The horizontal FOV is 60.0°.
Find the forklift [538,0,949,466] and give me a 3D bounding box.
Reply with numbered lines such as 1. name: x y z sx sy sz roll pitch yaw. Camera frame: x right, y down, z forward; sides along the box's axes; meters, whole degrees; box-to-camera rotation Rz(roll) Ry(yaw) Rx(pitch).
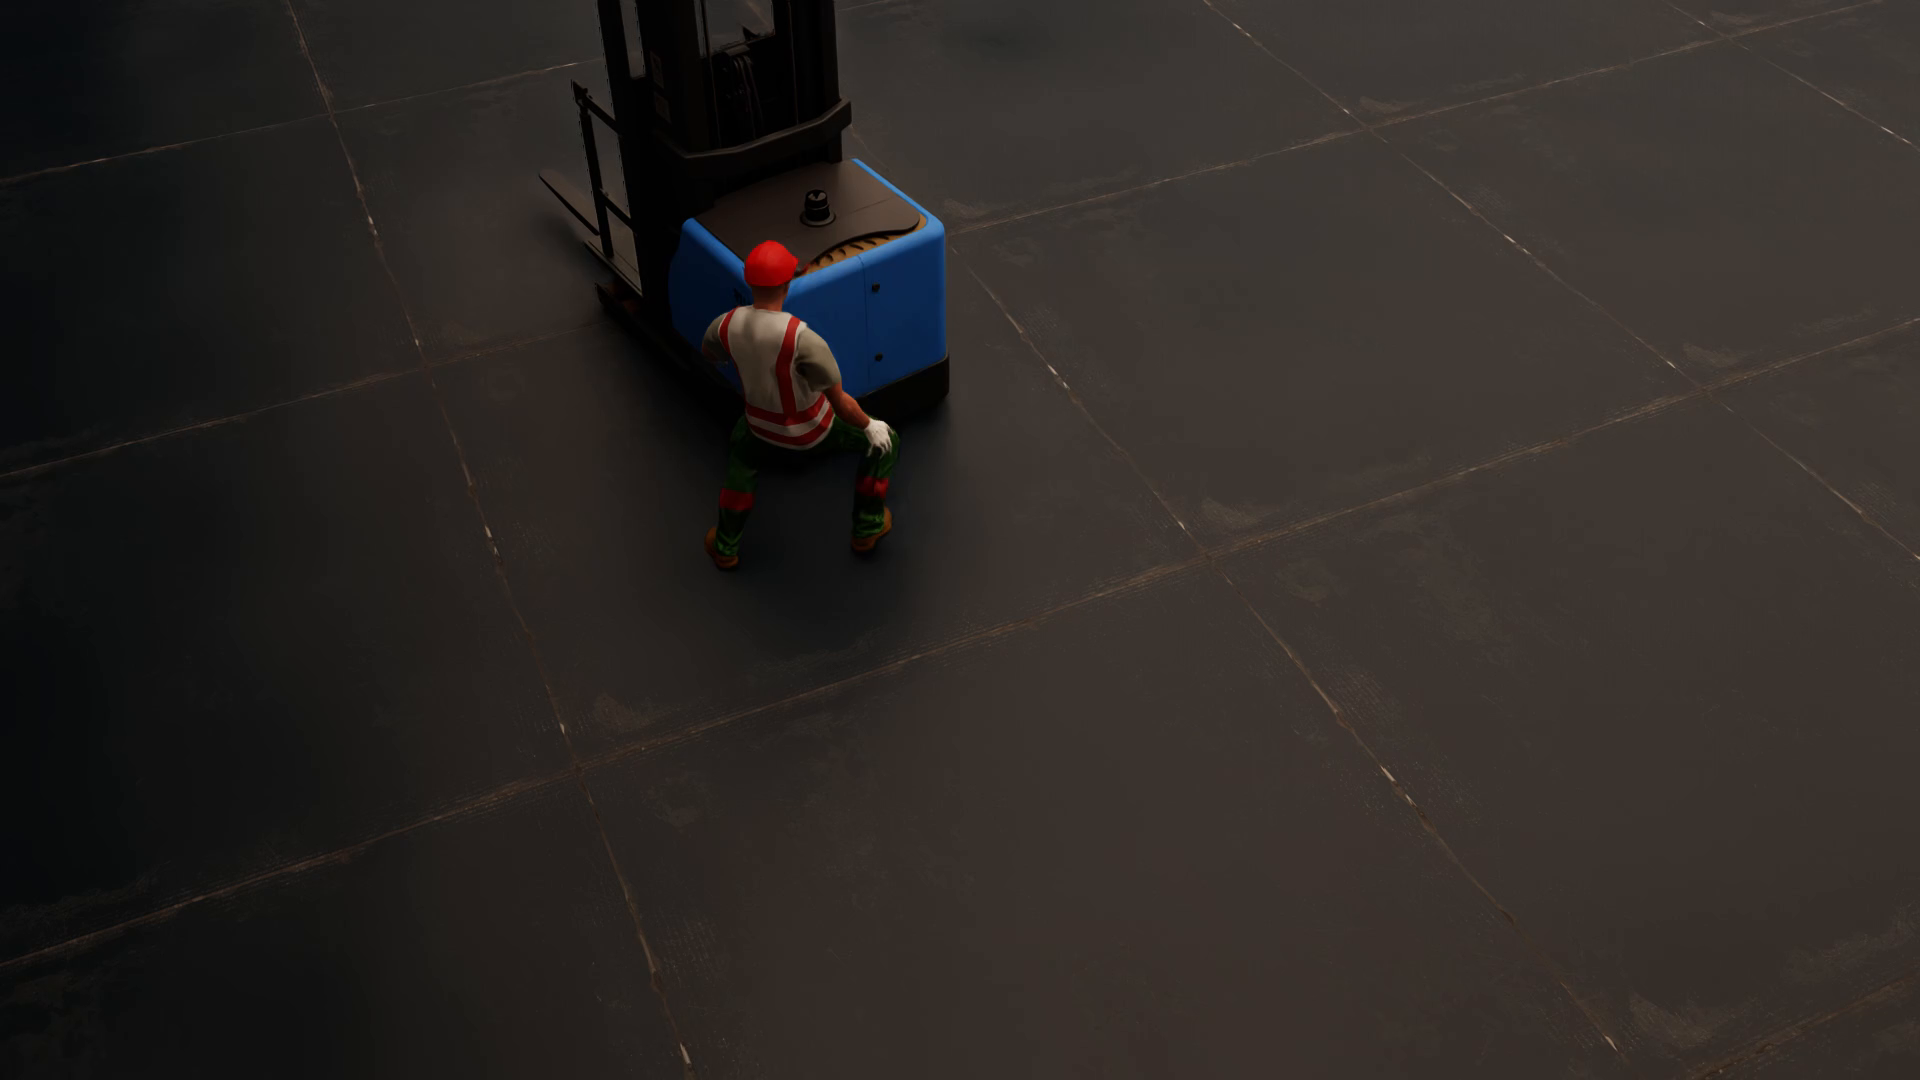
1. forklift: -1.333 -2.396 8.247 1.130 2.935 3.031 -27 49 -26

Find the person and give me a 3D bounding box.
1. person: -0.758 -0.586 7.271 0.994 1.650 0.678 21 47 21
